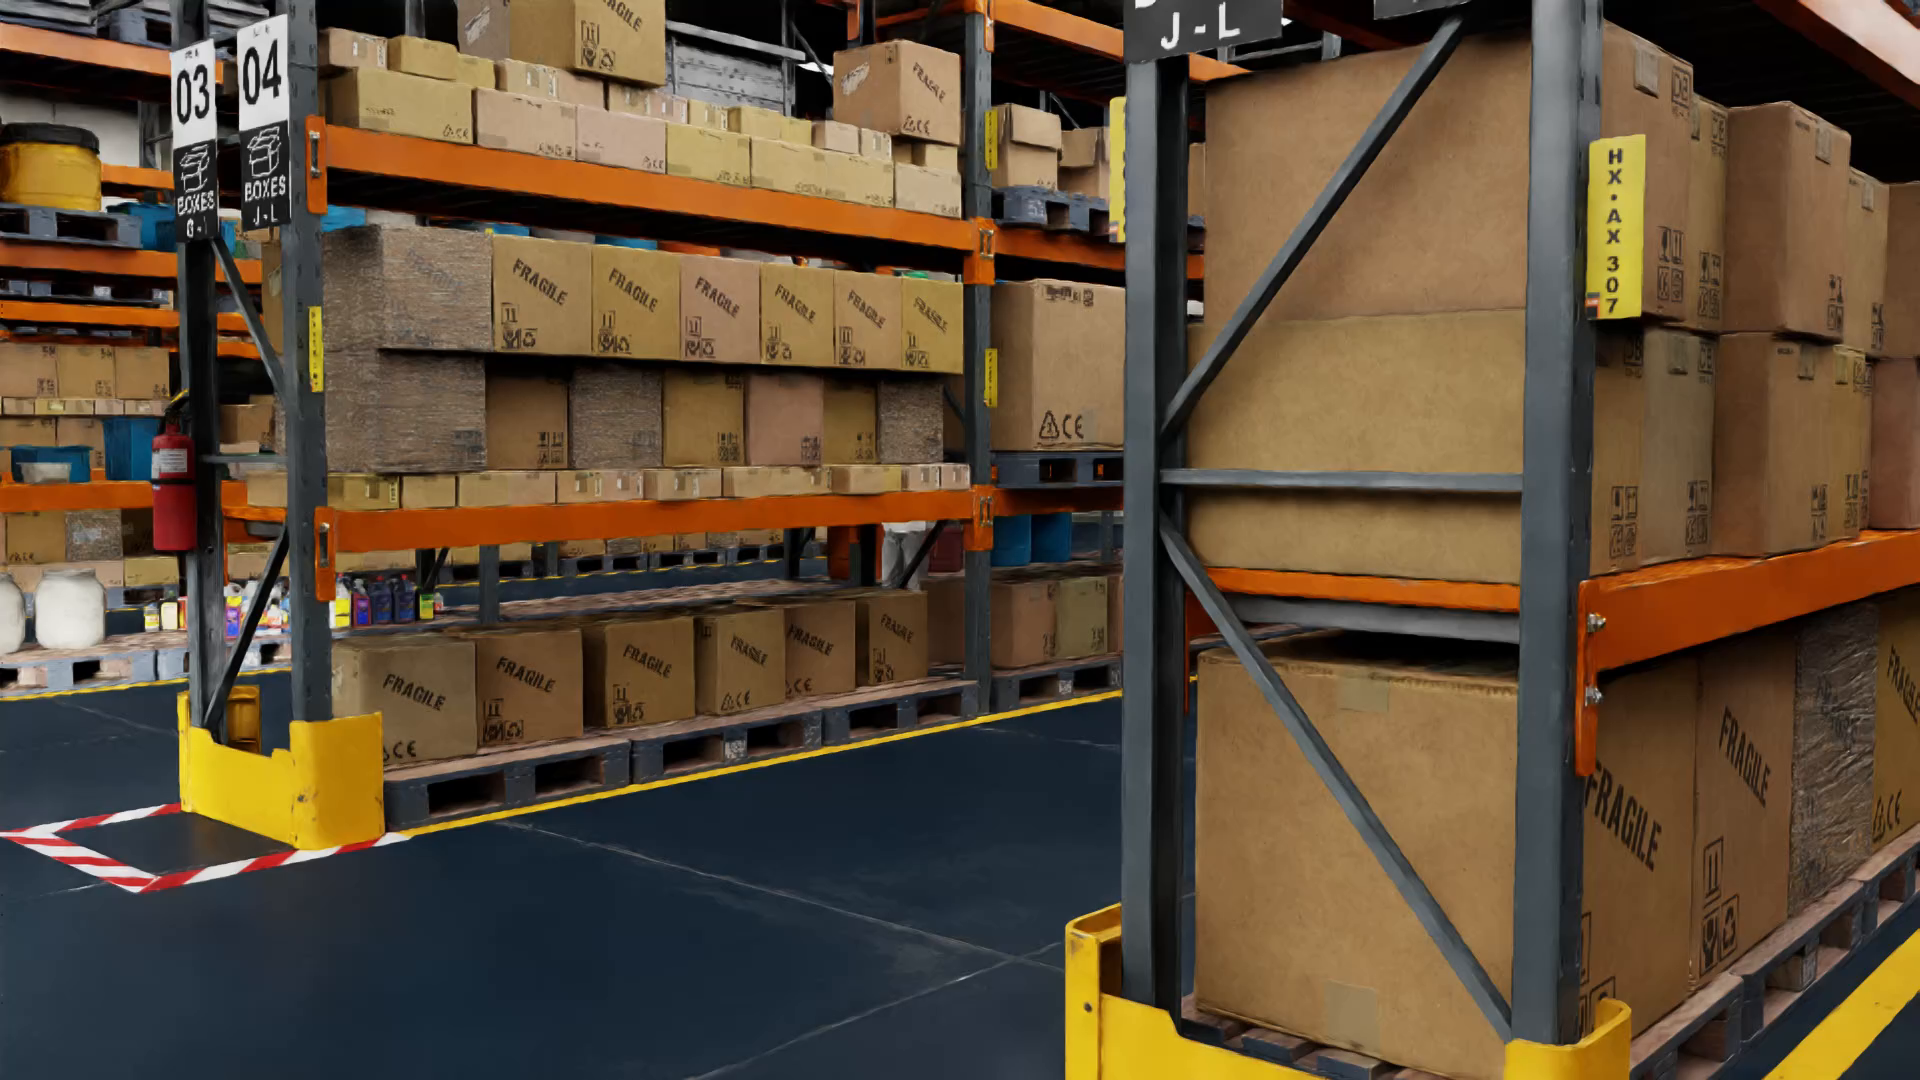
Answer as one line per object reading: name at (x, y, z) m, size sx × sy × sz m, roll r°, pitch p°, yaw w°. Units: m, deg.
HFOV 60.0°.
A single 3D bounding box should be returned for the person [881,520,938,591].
person at (-0.345, -0.063, 12.389) m, size 0.758 × 1.762 × 0.567 m, roll -3°, pitch 4°, yaw -37°
